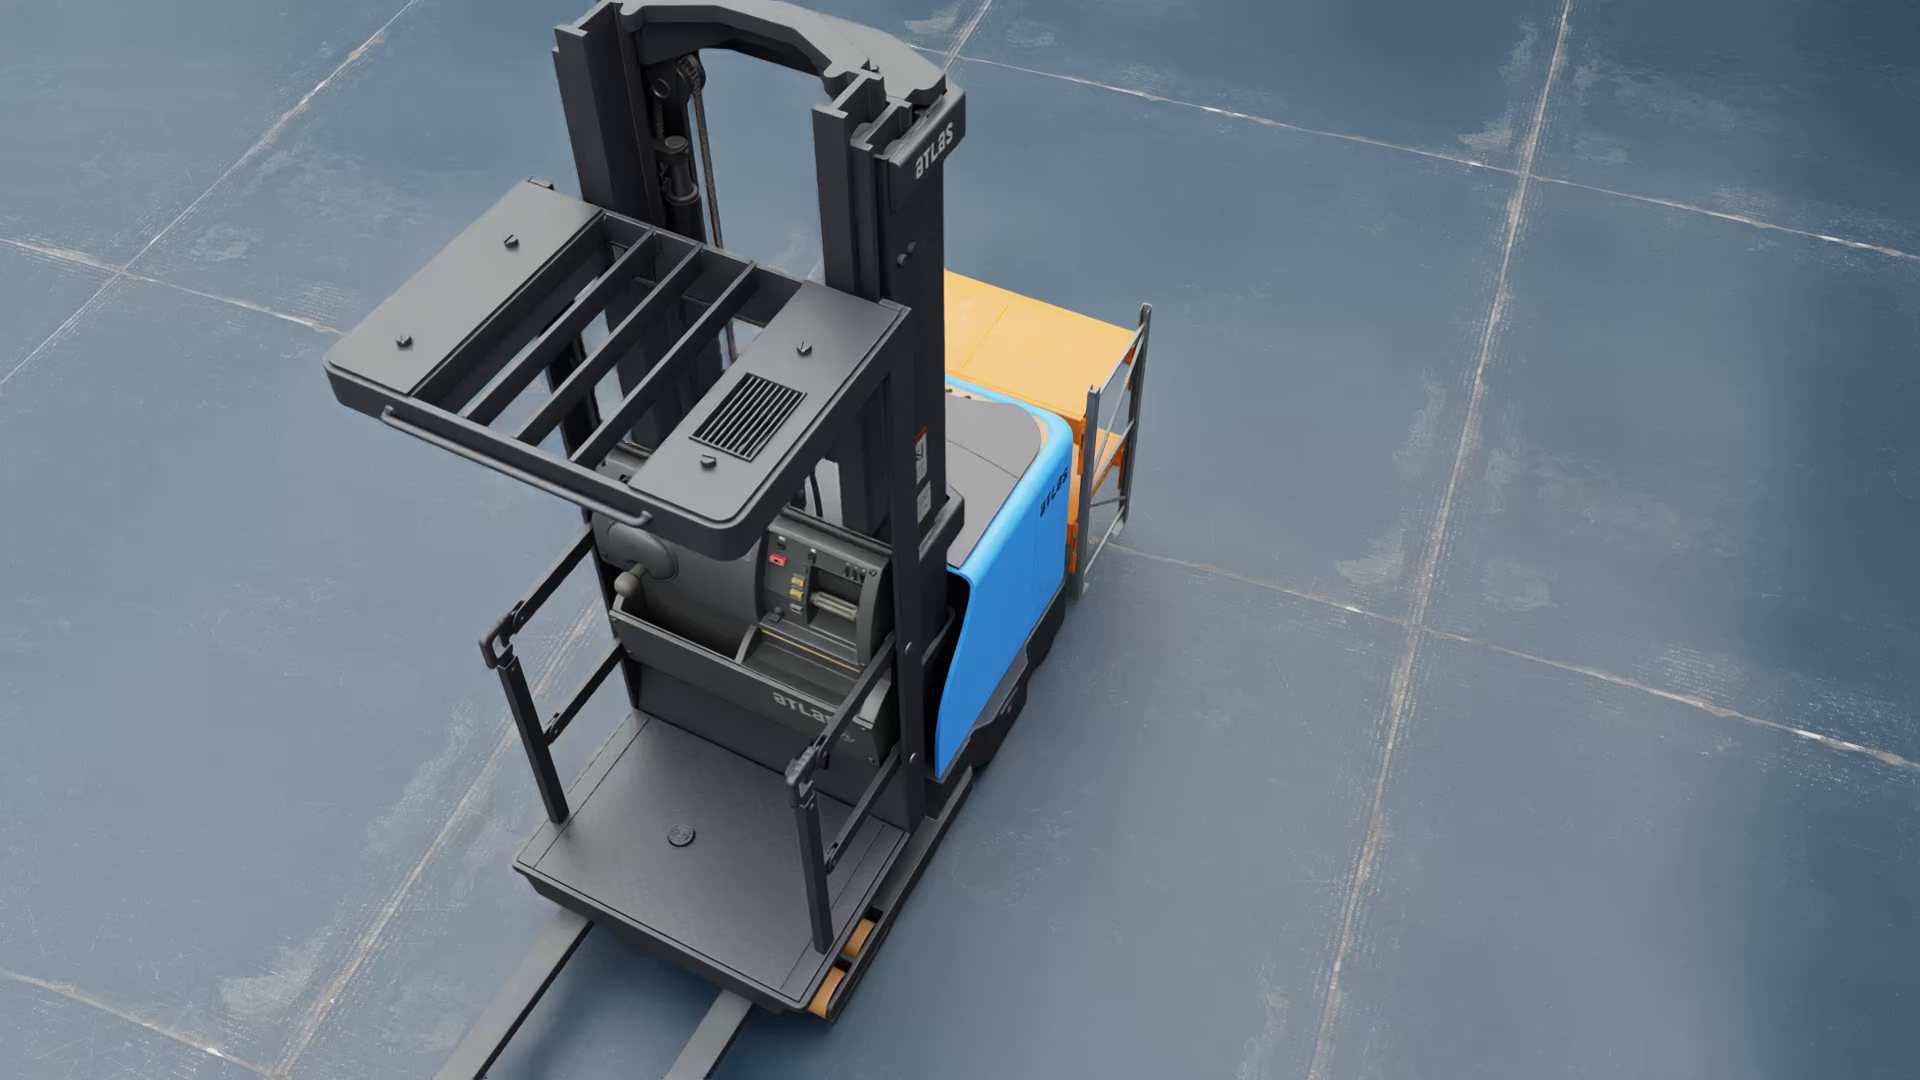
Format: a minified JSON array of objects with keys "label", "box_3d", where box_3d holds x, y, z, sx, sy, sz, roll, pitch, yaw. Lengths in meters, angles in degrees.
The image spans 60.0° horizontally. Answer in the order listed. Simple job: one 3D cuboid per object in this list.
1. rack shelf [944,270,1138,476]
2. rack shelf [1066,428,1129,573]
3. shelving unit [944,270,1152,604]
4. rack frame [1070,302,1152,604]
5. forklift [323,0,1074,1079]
[{"label":"rack shelf","box_3d":[0.097,-0.659,6.056,1.000,0.278,0.538,21,52,17]},{"label":"rack shelf","box_3d":[0.097,-0.307,6.462,1.000,0.278,0.538,21,52,17]},{"label":"shelving unit","box_3d":[0.097,-0.467,6.277,1.048,1.125,0.538,21,52,17]},{"label":"rack frame","box_3d":[0.551,-0.295,6.128,0.032,1.125,0.500,21,52,17]},{"label":"forklift","box_3d":[-0.731,0.163,4.536,1.130,2.935,3.031,21,52,18]}]
